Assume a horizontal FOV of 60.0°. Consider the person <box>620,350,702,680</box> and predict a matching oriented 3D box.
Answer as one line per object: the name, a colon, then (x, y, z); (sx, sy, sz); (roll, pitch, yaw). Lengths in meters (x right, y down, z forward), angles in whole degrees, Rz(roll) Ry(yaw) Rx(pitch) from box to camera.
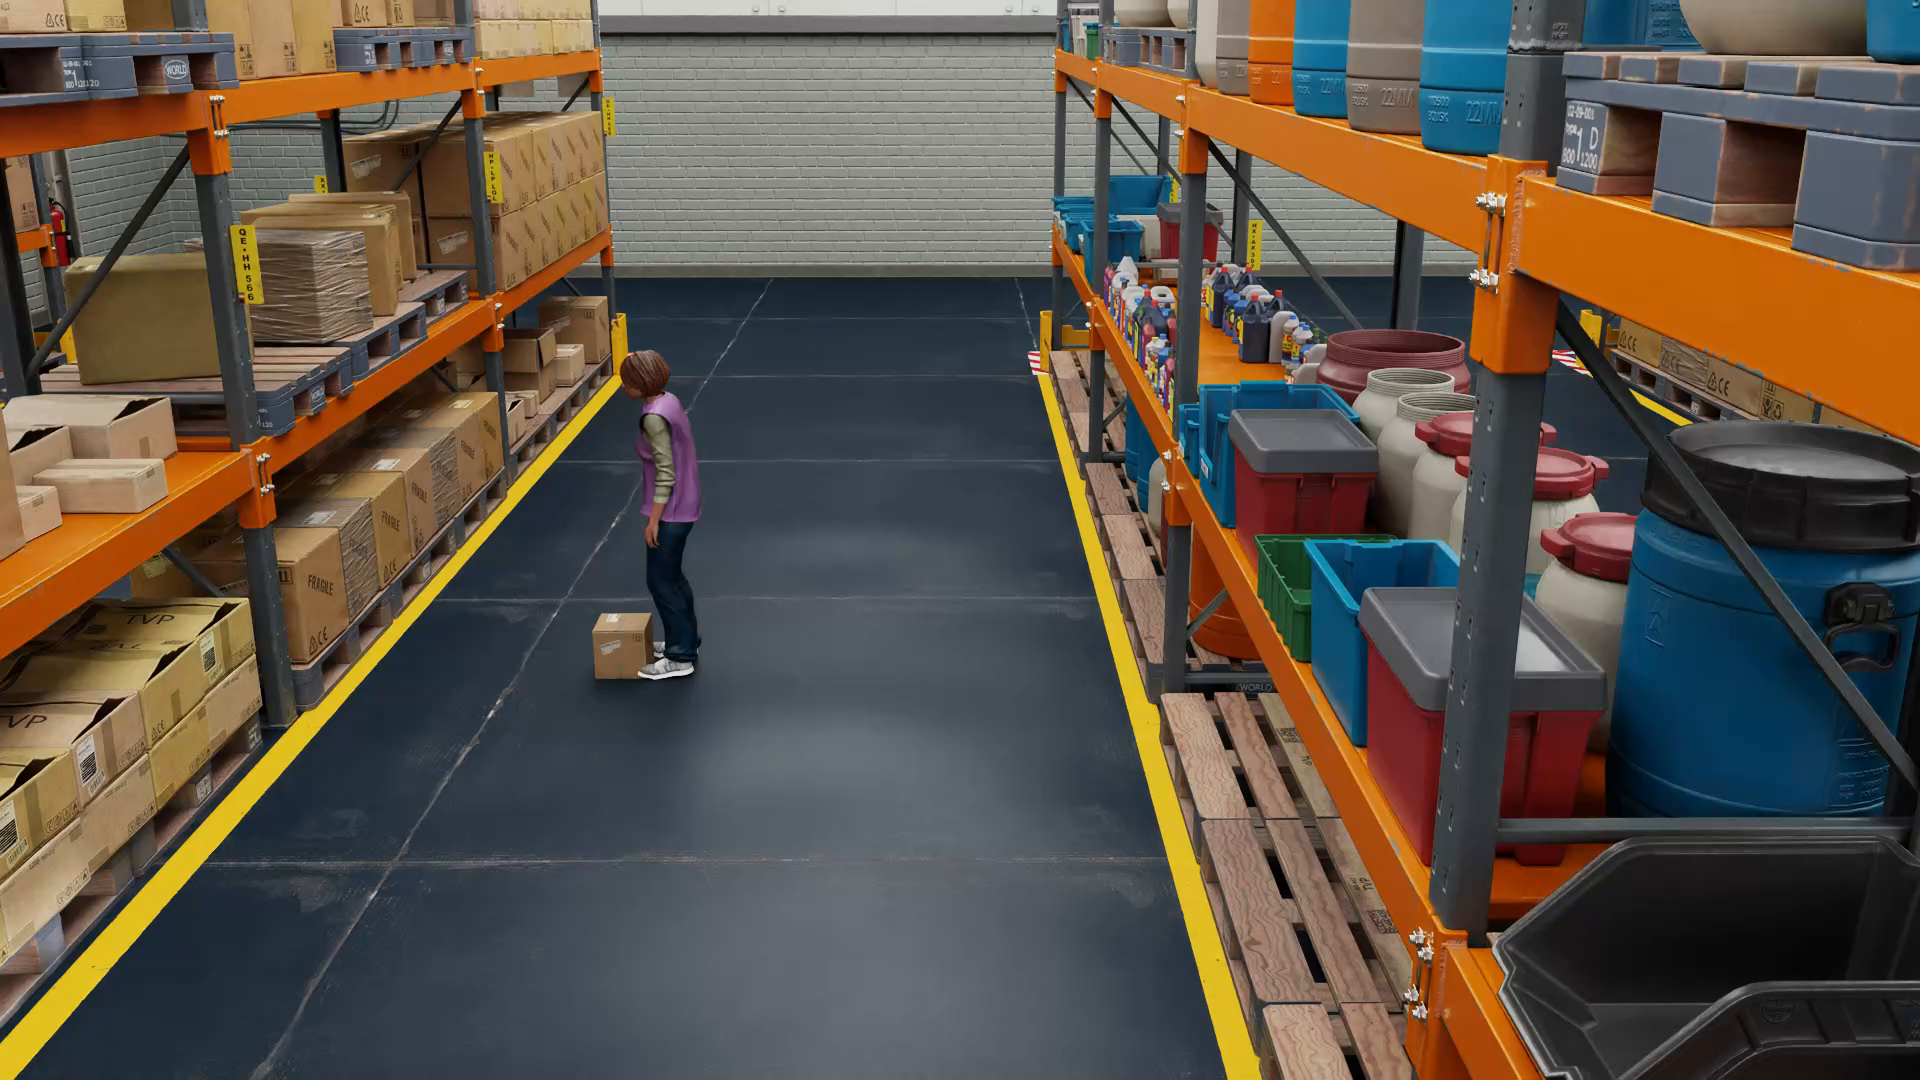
person: (-1.408, -0.125, 7.963); (0.341, 1.594, 0.482); (-1, 17, -3)
